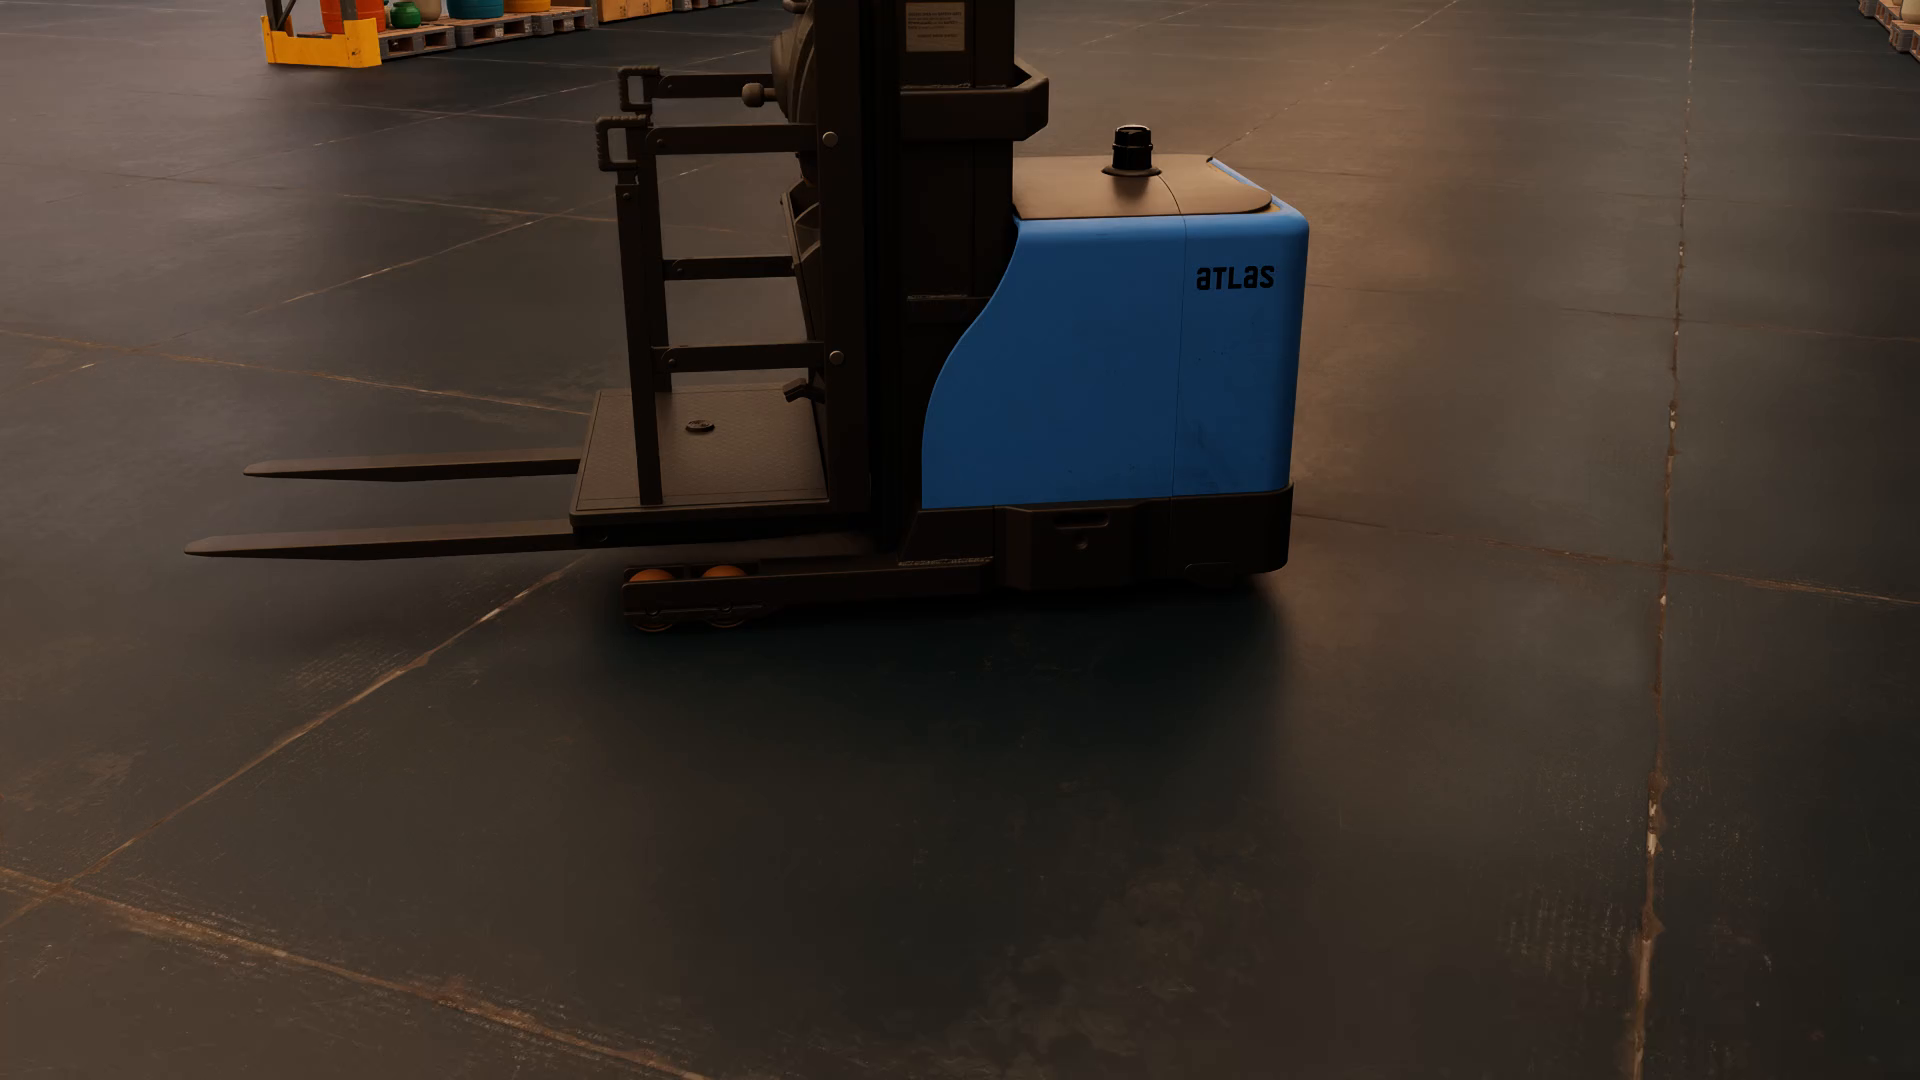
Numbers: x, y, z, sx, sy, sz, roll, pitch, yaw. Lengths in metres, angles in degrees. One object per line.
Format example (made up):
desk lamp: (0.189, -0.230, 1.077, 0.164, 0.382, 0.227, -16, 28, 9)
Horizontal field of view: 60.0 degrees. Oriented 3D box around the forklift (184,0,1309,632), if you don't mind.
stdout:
forklift: (-0.618, -1.320, 4.451, 3.031, 2.935, 1.130, -3, 23, -7)
